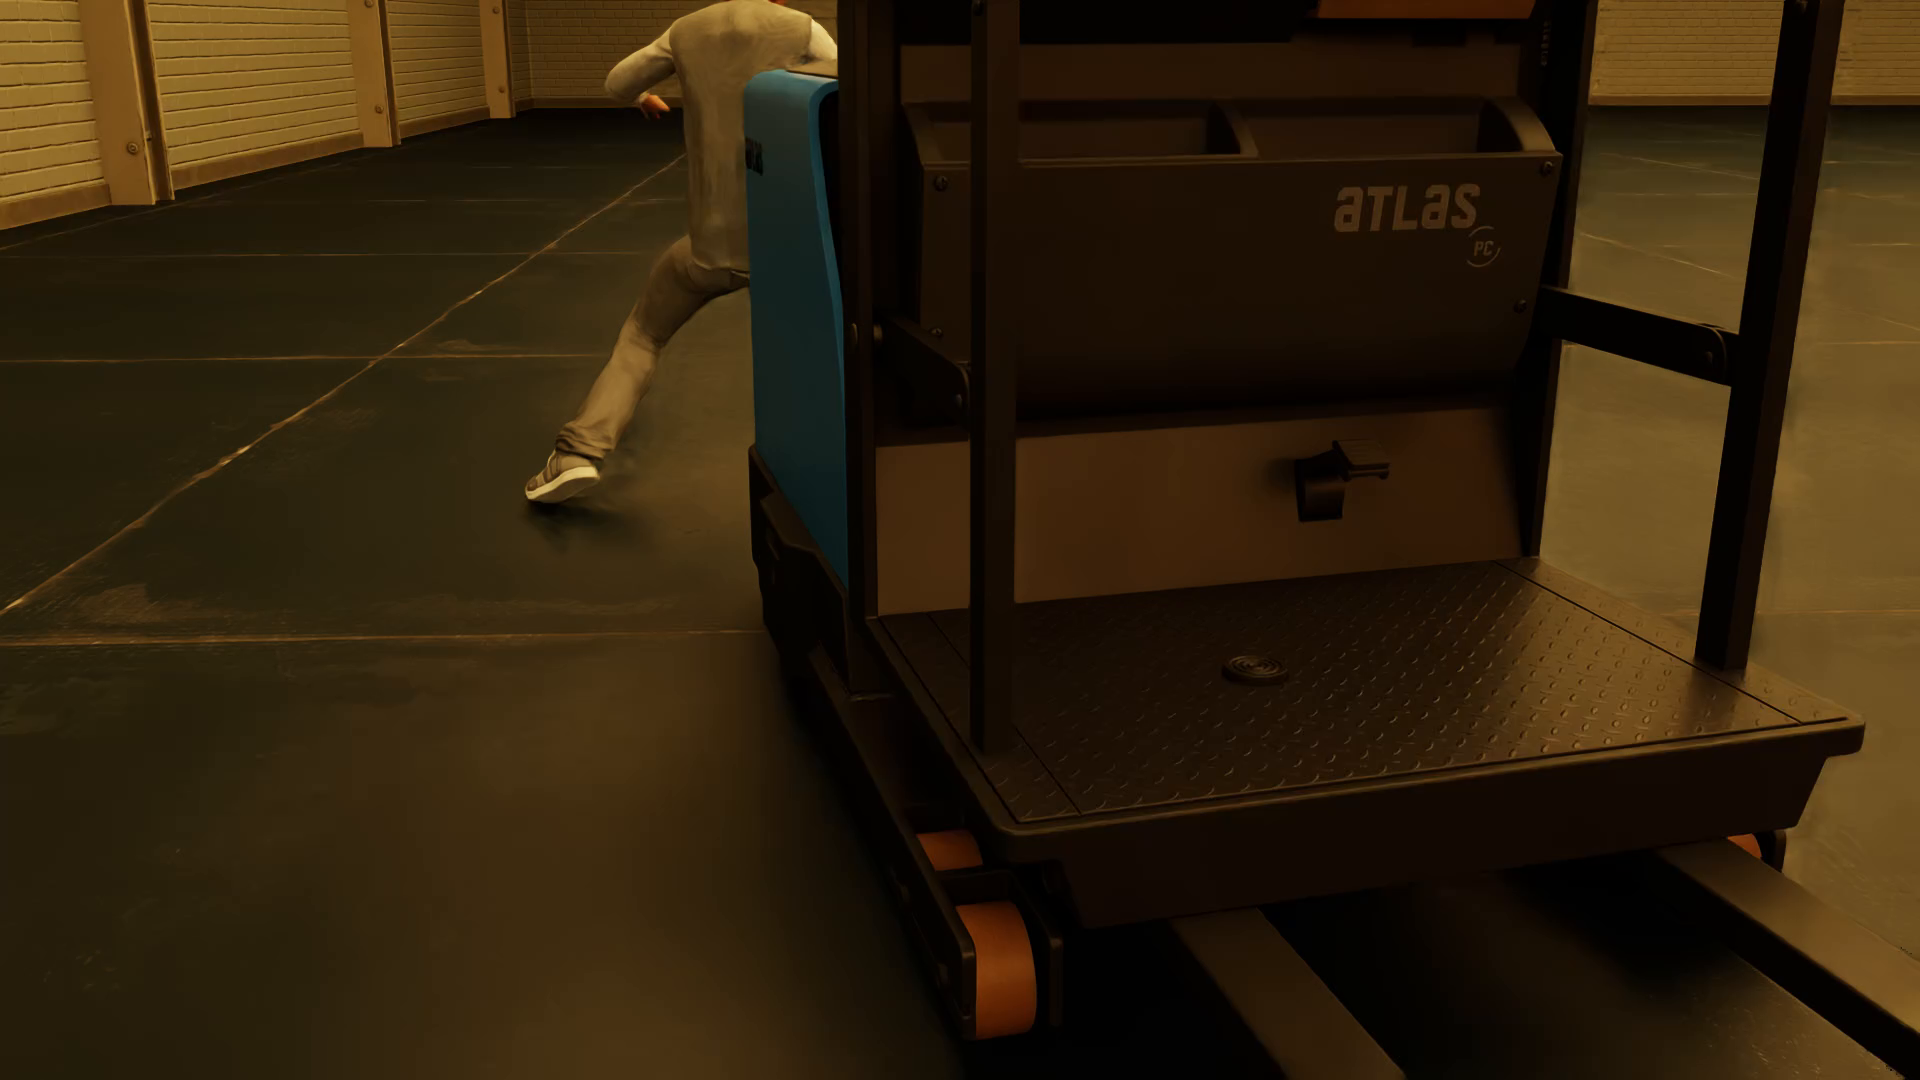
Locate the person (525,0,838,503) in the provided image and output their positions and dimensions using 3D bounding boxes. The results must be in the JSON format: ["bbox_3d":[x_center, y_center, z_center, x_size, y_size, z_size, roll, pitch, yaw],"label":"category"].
[{"bbox_3d":[-0.504,-0.812,4.176,1.128,1.400,0.761,3,17,10],"label":"person"}]

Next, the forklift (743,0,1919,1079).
[{"bbox_3d":[0.441,-0.933,1.958,1.130,2.935,3.031,-5,18,-15],"label":"forklift"}]
